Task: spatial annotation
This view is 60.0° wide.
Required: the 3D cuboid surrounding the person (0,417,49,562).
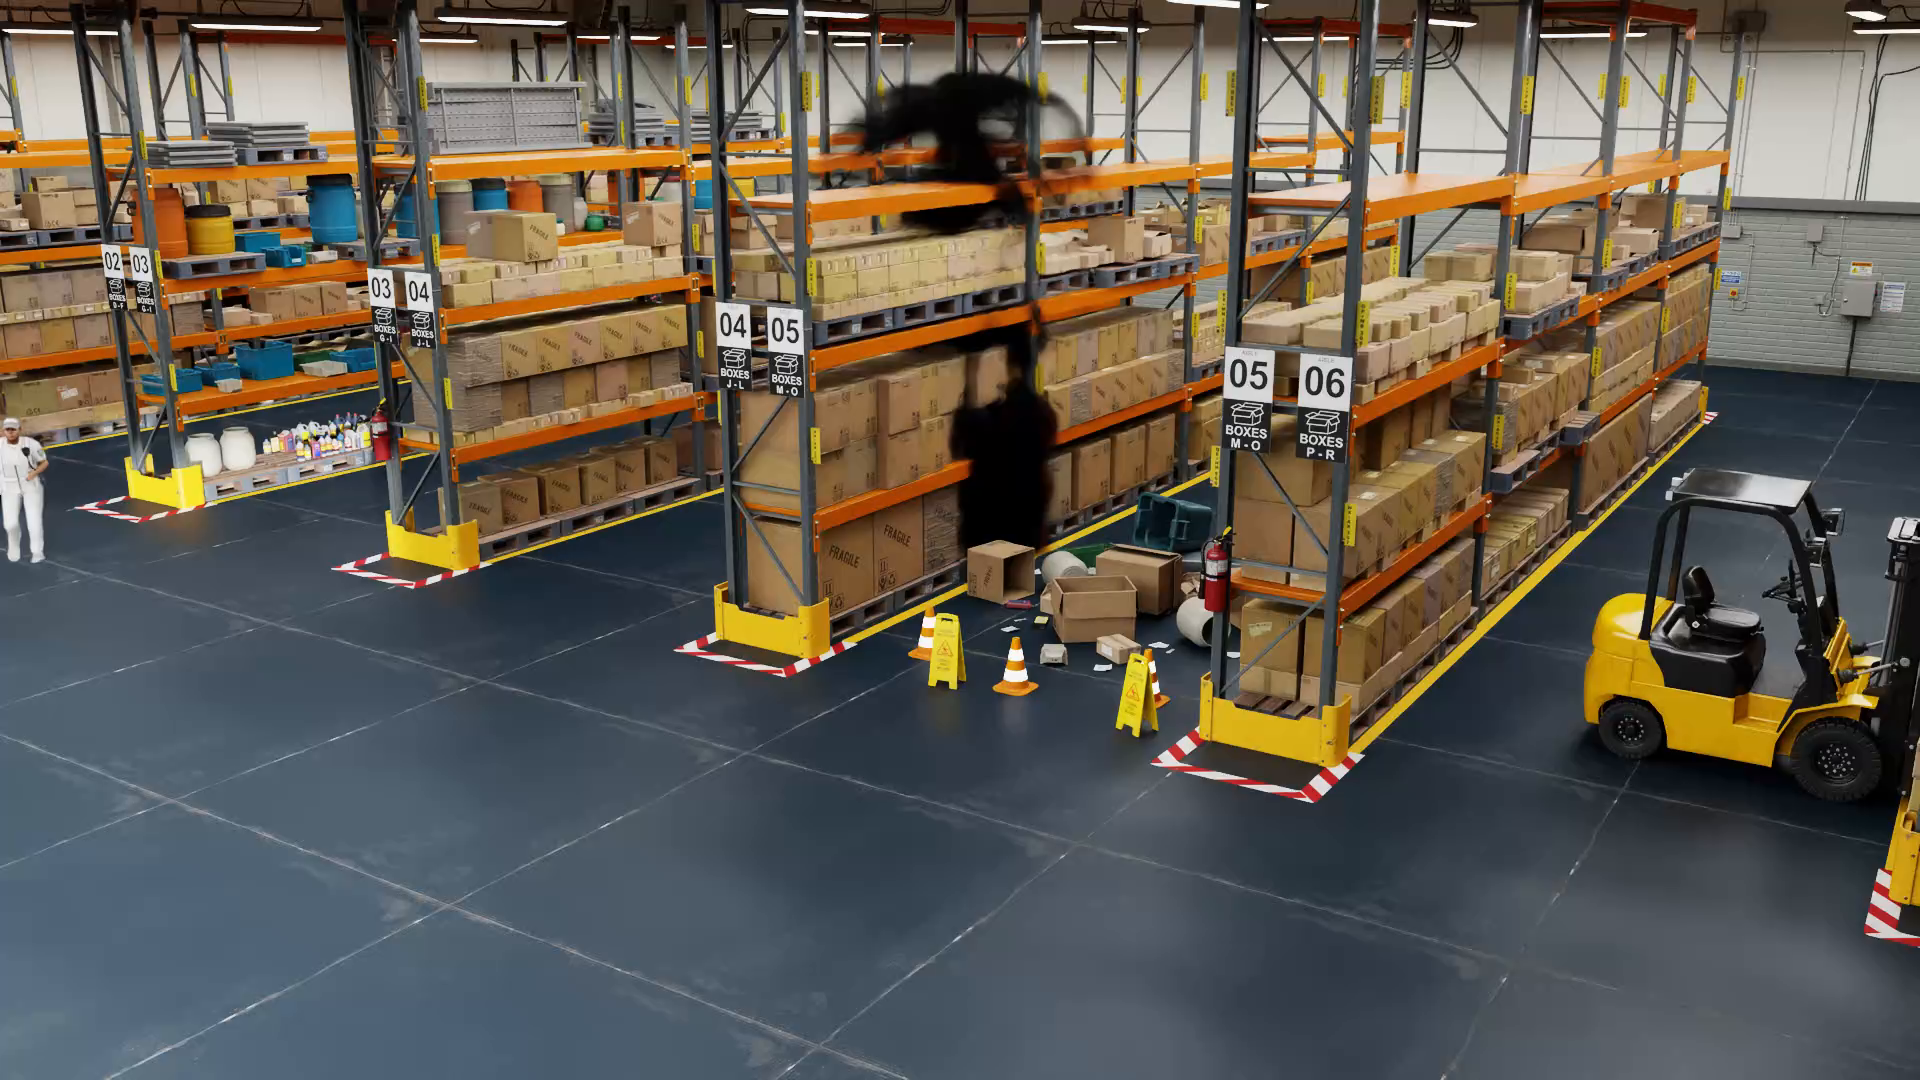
[{"bbox_3d":[-10.211,-0.532,18.078,0.605,1.636,0.627,-8,17,-26],"label":"person"}]
